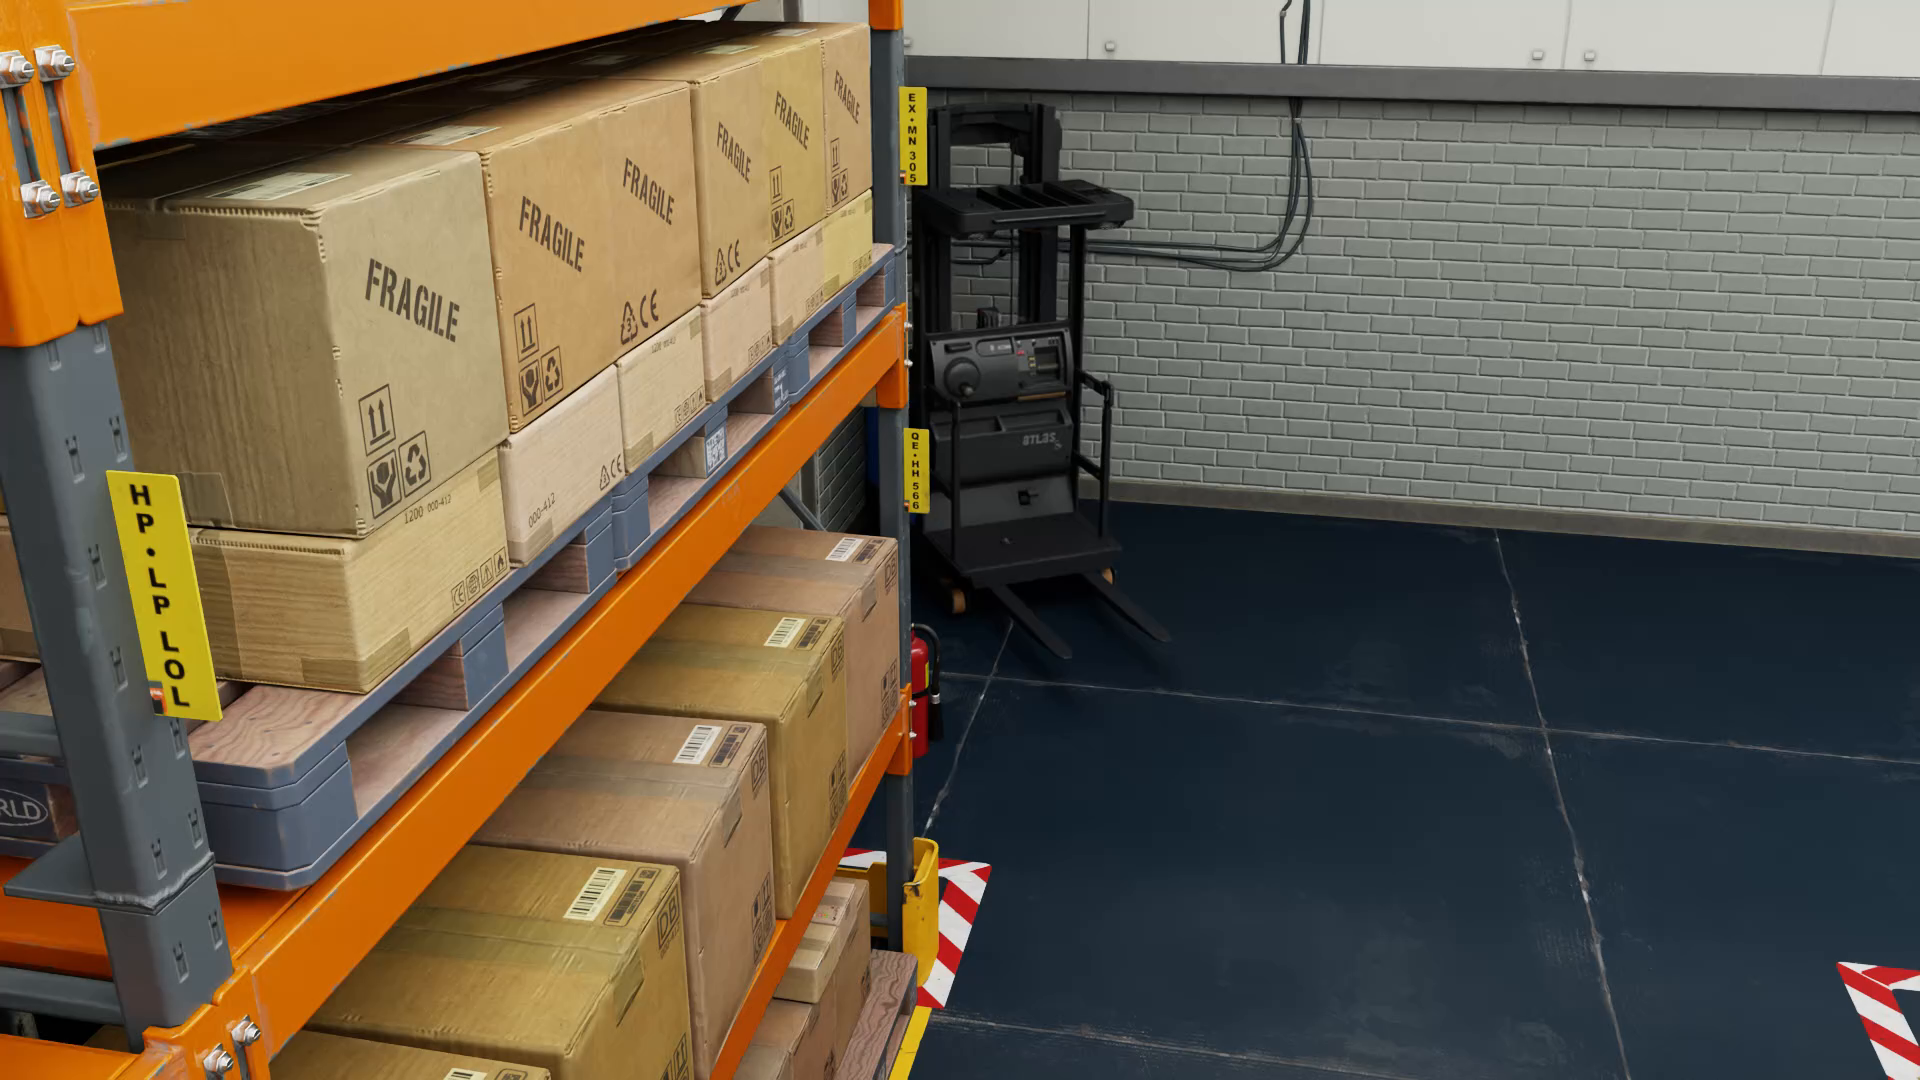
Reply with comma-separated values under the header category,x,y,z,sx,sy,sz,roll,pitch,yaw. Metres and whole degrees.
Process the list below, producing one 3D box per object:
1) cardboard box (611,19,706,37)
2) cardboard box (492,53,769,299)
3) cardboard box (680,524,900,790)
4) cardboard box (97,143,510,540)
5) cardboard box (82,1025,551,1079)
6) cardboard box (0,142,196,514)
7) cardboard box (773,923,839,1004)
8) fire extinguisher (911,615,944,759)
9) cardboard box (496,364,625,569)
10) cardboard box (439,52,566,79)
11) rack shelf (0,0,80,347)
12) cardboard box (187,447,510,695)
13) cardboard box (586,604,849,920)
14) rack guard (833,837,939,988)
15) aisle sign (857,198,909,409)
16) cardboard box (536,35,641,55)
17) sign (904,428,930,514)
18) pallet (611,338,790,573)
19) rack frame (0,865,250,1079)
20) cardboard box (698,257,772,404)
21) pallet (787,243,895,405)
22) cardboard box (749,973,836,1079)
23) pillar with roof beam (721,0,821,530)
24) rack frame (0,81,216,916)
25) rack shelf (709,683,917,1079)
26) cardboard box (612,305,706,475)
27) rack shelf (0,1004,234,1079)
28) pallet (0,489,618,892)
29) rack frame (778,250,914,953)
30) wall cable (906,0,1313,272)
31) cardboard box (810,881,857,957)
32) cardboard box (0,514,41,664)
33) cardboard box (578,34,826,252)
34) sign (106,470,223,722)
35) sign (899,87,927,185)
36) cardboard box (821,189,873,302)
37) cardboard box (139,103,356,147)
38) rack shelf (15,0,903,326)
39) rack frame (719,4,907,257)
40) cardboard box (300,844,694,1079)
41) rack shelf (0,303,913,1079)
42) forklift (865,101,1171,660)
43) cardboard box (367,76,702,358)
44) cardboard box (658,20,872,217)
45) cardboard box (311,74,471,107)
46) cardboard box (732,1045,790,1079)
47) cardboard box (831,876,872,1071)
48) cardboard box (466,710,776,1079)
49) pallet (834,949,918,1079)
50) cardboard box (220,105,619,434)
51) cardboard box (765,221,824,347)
category,x,y,z,sx,sy,sz,roll,pitch,yaw
cardboard box,-1.076,-1.314,5.086,0.500,0.500,0.500,4,22,9
cardboard box,-0.784,-0.900,4.060,0.500,0.500,0.500,3,22,9
cardboard box,-0.785,0.397,5.952,0.980,0.700,0.700,5,23,13
cardboard box,-1.087,-0.339,2.666,0.500,0.500,0.500,4,22,10
cardboard box,-1.380,1.475,3.274,0.980,0.700,0.700,5,22,12
cardboard box,-1.592,-0.373,2.750,0.500,0.500,0.500,4,22,11
cardboard box,-0.635,1.430,5.703,0.380,0.149,0.250,5,22,12
fire extinguisher,-0.208,0.537,6.607,0.296,0.674,0.183,4,22,11
cardboard box,-0.990,-0.170,3.249,0.500,0.250,0.500,4,22,10
cardboard box,-1.293,-0.937,4.150,0.500,0.500,0.500,4,22,11
rack shelf,-1.915,0.279,0.113,1.077,0.370,4.000,4,22,11
cardboard box,-1.107,0.016,2.789,0.500,0.250,0.500,4,22,11
cardboard box,-0.922,0.663,5.289,0.980,0.700,0.700,4,22,10
rack guard,-0.685,1.499,6.962,1.175,0.500,0.348,4,22,11
aisle sign,-0.382,-0.861,5.996,0.394,0.787,0.004,4,22,11
cardboard box,-1.191,-1.121,4.608,0.500,0.500,0.500,4,22,10
sign,-0.162,-0.252,6.097,0.100,0.325,0.005,4,22,11
pallet,-1.078,-0.282,4.143,1.003,0.211,1.213,4,22,11
rack frame,-1.507,1.811,2.841,1.000,3.000,0.127,4,22,11
cardboard box,-0.786,-0.545,4.182,0.500,0.250,0.500,4,22,9
pallet,-0.831,-0.730,5.254,1.003,0.211,1.213,4,22,11
cardboard box,-0.837,1.760,5.753,0.700,0.500,0.500,4,22,11
pillar with roof beam,3.228,-3.160,7.153,9.100,9.000,0.400,4,22,11
rack frame,-1.507,-0.971,1.720,1.000,3.000,0.127,4,22,11
rack shelf,-1.098,1.414,4.791,1.077,0.370,4.000,4,22,11
cardboard box,-0.892,-0.358,3.716,0.500,0.250,0.500,4,22,9
rack shelf,-1.915,1.485,0.599,1.077,0.370,4.000,4,22,11
pallet,-1.329,0.163,3.038,1.003,0.211,1.213,4,22,11
rack frame,-0.690,0.348,6.473,1.000,3.000,0.127,4,22,11
wall cable,0.814,-3.035,11.001,3.097,2.526,0.112,4,22,11
cardboard box,-0.583,1.337,5.935,0.380,0.149,0.250,4,22,10
cardboard box,-1.596,-0.020,2.877,0.500,0.250,0.500,5,22,11
cardboard box,-0.685,-1.092,4.535,0.500,0.500,0.500,5,23,13
sign,-0.973,0.072,2.031,0.100,0.325,0.005,4,22,11
sign,-0.162,-1.371,5.647,0.100,0.325,0.005,4,22,11
cardboard box,-0.580,-0.927,5.129,0.500,0.250,0.500,5,23,13
cardboard box,-1.488,-0.562,3.219,0.500,0.500,0.500,4,22,9
rack shelf,-1.098,-1.184,3.745,1.077,0.370,4.000,4,22,11
rack frame,-0.690,-2.434,5.353,1.000,3.000,0.127,4,22,11
cardboard box,-1.226,1.208,3.936,0.980,0.700,0.700,4,22,10
rack shelf,-1.098,0.022,4.231,1.077,0.370,4.000,4,22,11
forklift,0.339,-1.073,10.094,1.130,2.935,3.031,-8,23,-19
cardboard box,-0.892,-0.708,3.583,0.500,0.500,0.500,5,22,11
cardboard box,-0.573,-1.274,4.987,0.500,0.500,0.500,4,22,11
cardboard box,-1.402,-0.755,3.698,0.500,0.500,0.500,4,22,9
cardboard box,-0.939,1.944,5.296,0.700,0.500,0.500,4,22,9
cardboard box,-0.735,1.577,6.207,0.700,0.500,0.500,4,22,11
cardboard box,-1.087,0.942,4.599,0.980,0.700,0.700,3,22,8
pallet,-0.777,1.940,6.253,1.003,0.211,1.213,4,22,11
cardboard box,-0.988,-0.527,3.134,0.500,0.500,0.500,4,22,10
cardboard box,-0.685,-0.736,4.656,0.500,0.250,0.500,4,22,9
